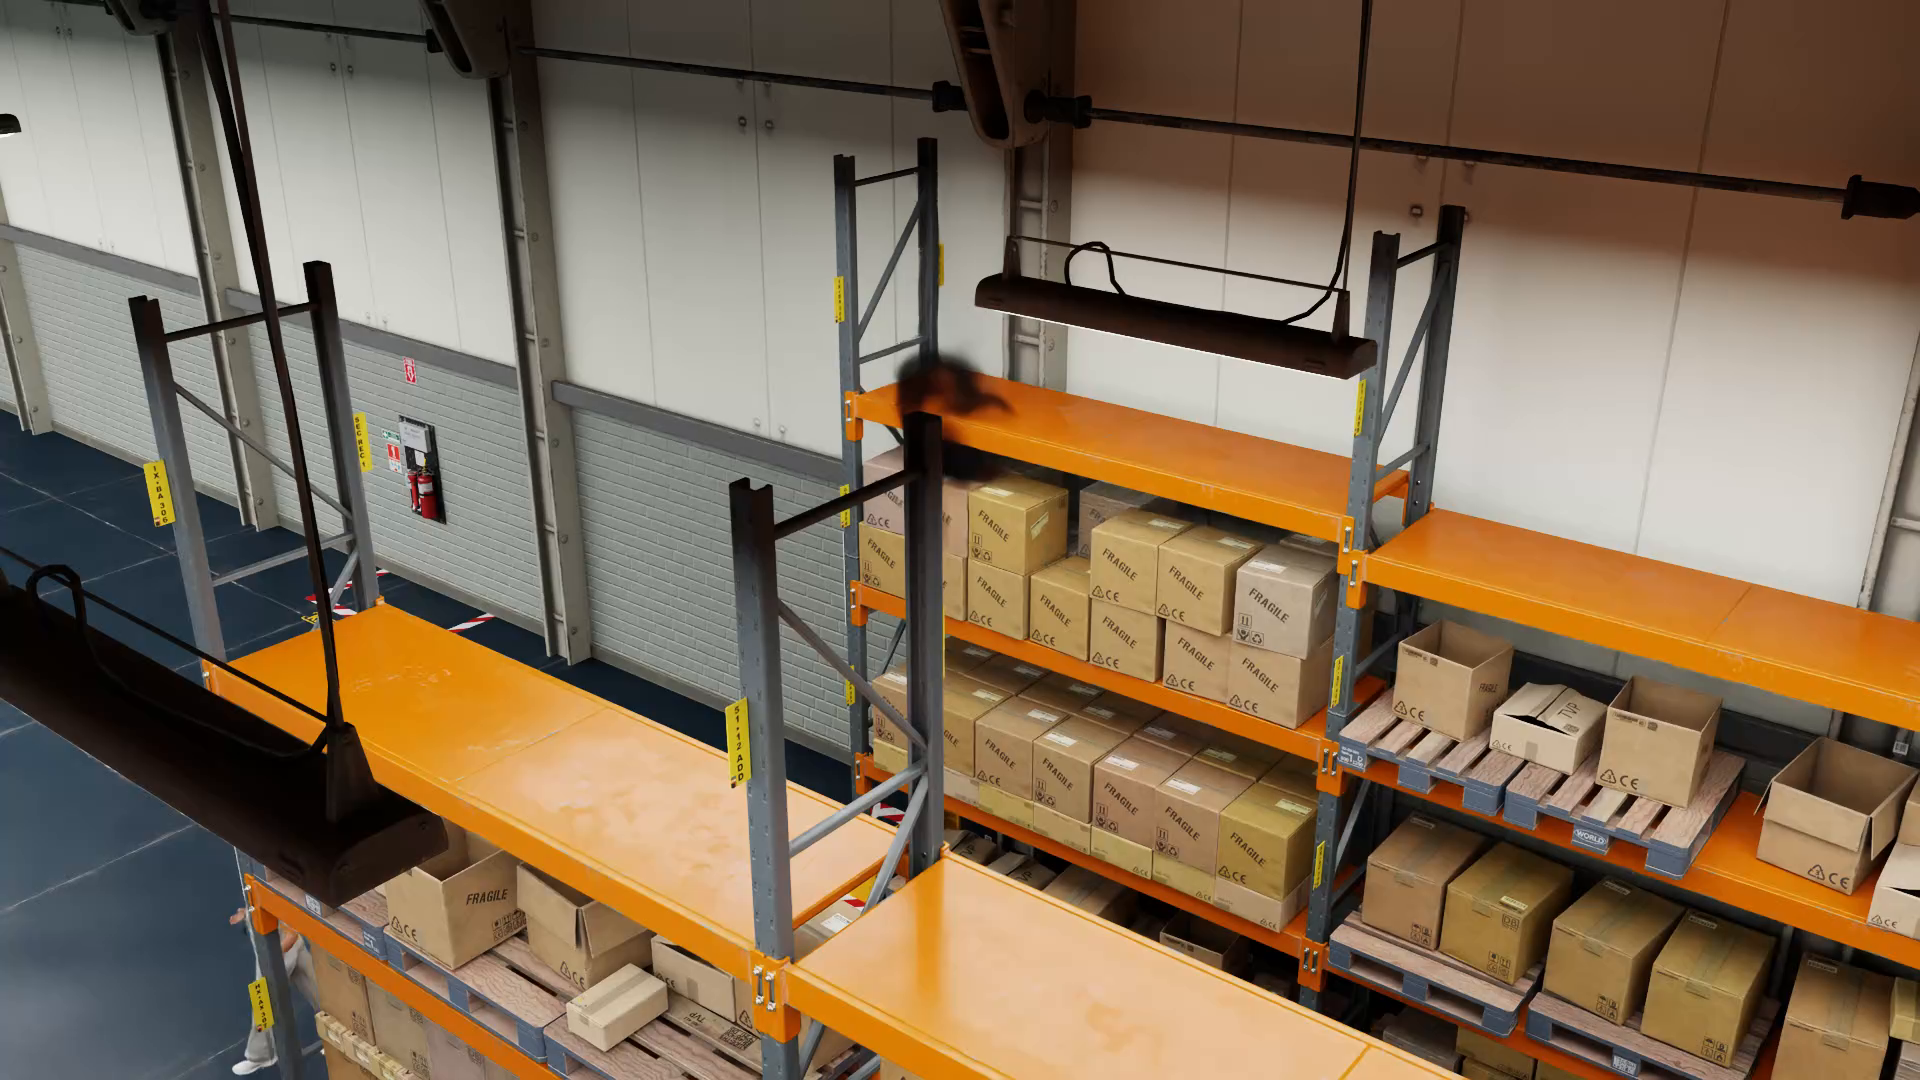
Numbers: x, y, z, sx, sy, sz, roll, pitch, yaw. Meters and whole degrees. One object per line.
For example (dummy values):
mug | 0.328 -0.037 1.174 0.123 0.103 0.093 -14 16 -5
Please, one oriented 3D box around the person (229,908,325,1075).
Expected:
person | -4.534 2.785 11.058 0.815 1.715 0.575 -3 23 -7
